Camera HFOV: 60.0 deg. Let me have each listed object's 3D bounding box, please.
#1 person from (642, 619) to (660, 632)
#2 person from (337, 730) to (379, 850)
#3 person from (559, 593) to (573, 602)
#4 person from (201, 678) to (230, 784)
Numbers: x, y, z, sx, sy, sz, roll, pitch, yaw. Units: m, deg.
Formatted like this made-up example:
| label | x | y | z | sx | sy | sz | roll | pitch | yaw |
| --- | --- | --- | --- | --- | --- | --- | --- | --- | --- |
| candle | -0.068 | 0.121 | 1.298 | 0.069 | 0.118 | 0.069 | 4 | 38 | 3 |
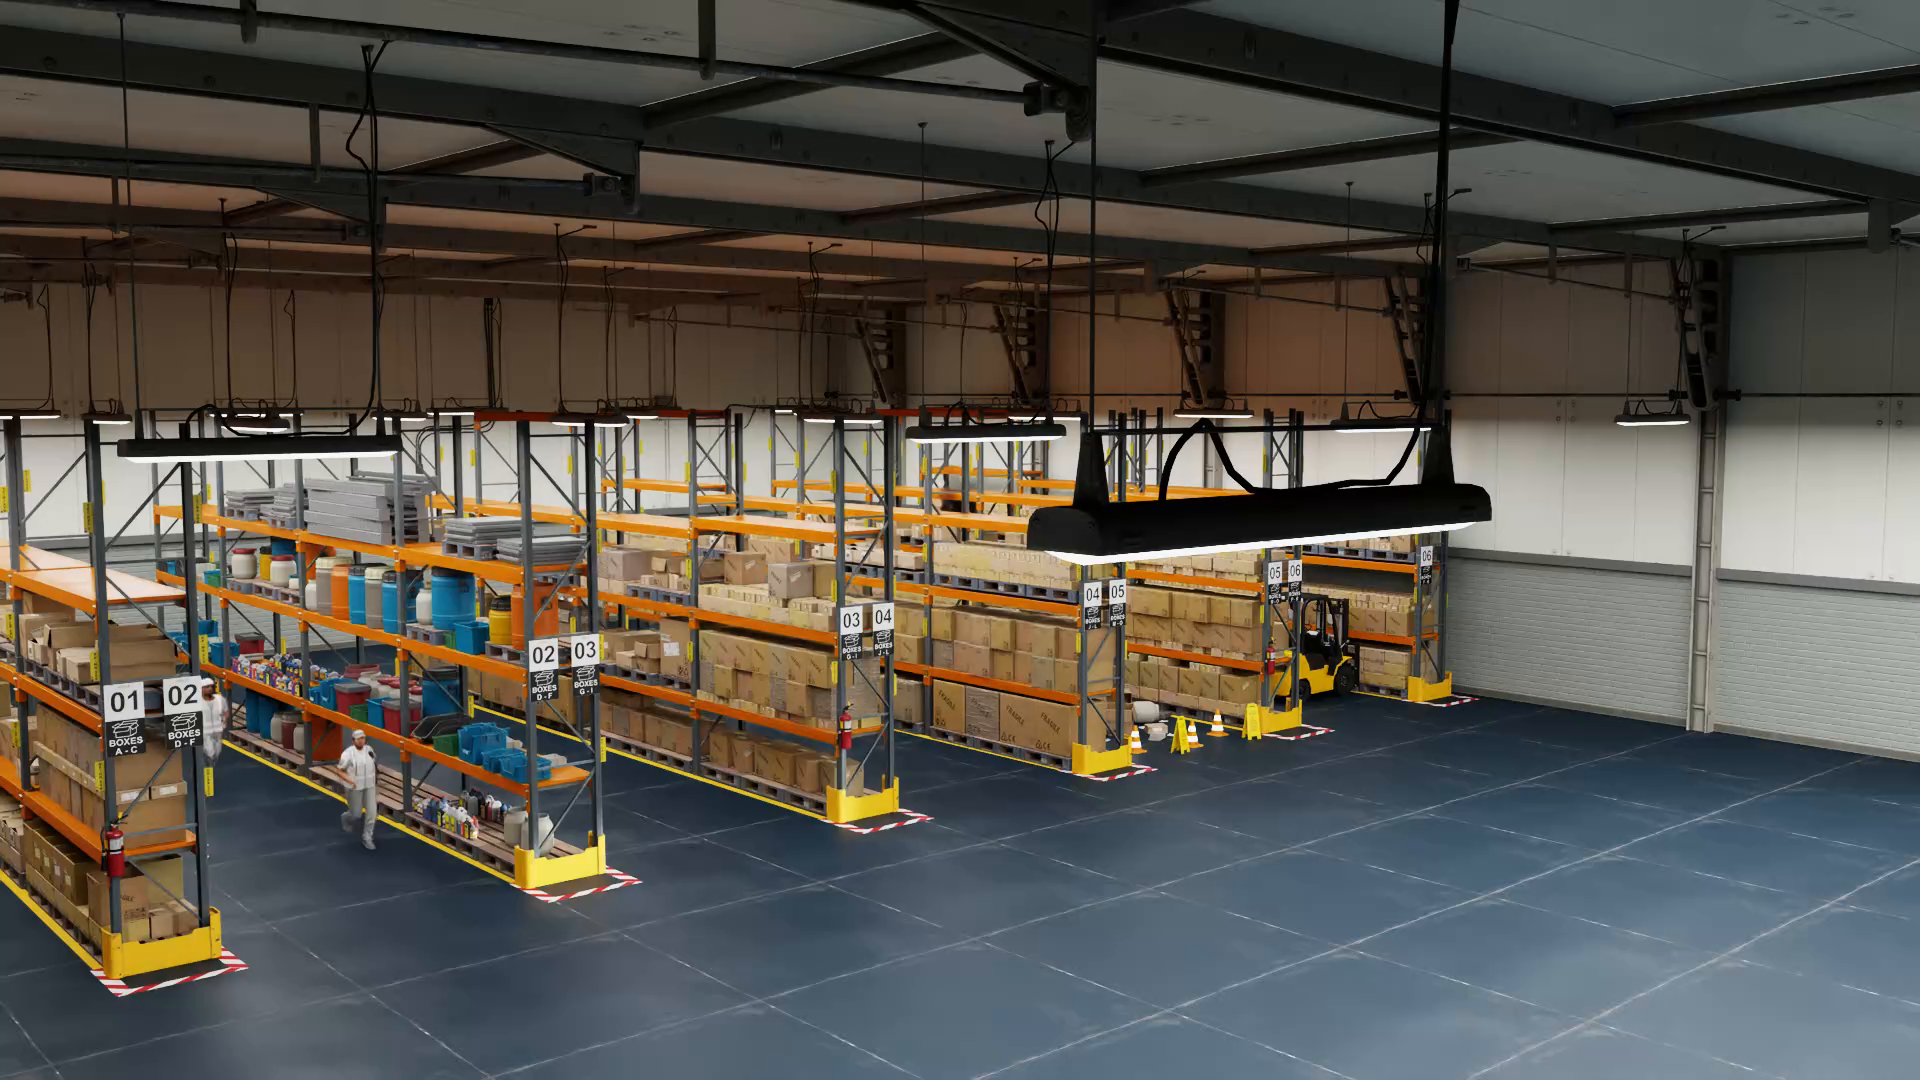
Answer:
| label | x | y | z | sx | sy | sz | roll | pitch | yaw |
| --- | --- | --- | --- | --- | --- | --- | --- | --- | --- |
| person | -7.800 | 1.875 | 41.351 | 0.852 | 1.648 | 0.675 | 1 | 5 | 8 |
| person | -8.440 | 3.477 | 23.379 | 0.607 | 1.655 | 0.769 | -4 | 7 | -42 |
| person | -9.517 | 1.976 | 39.948 | 0.664 | 1.706 | 0.570 | 2 | 5 | 22 |
| person | -11.999 | 3.110 | 26.589 | 0.726 | 1.803 | 0.658 | 4 | 6 | 38 |
